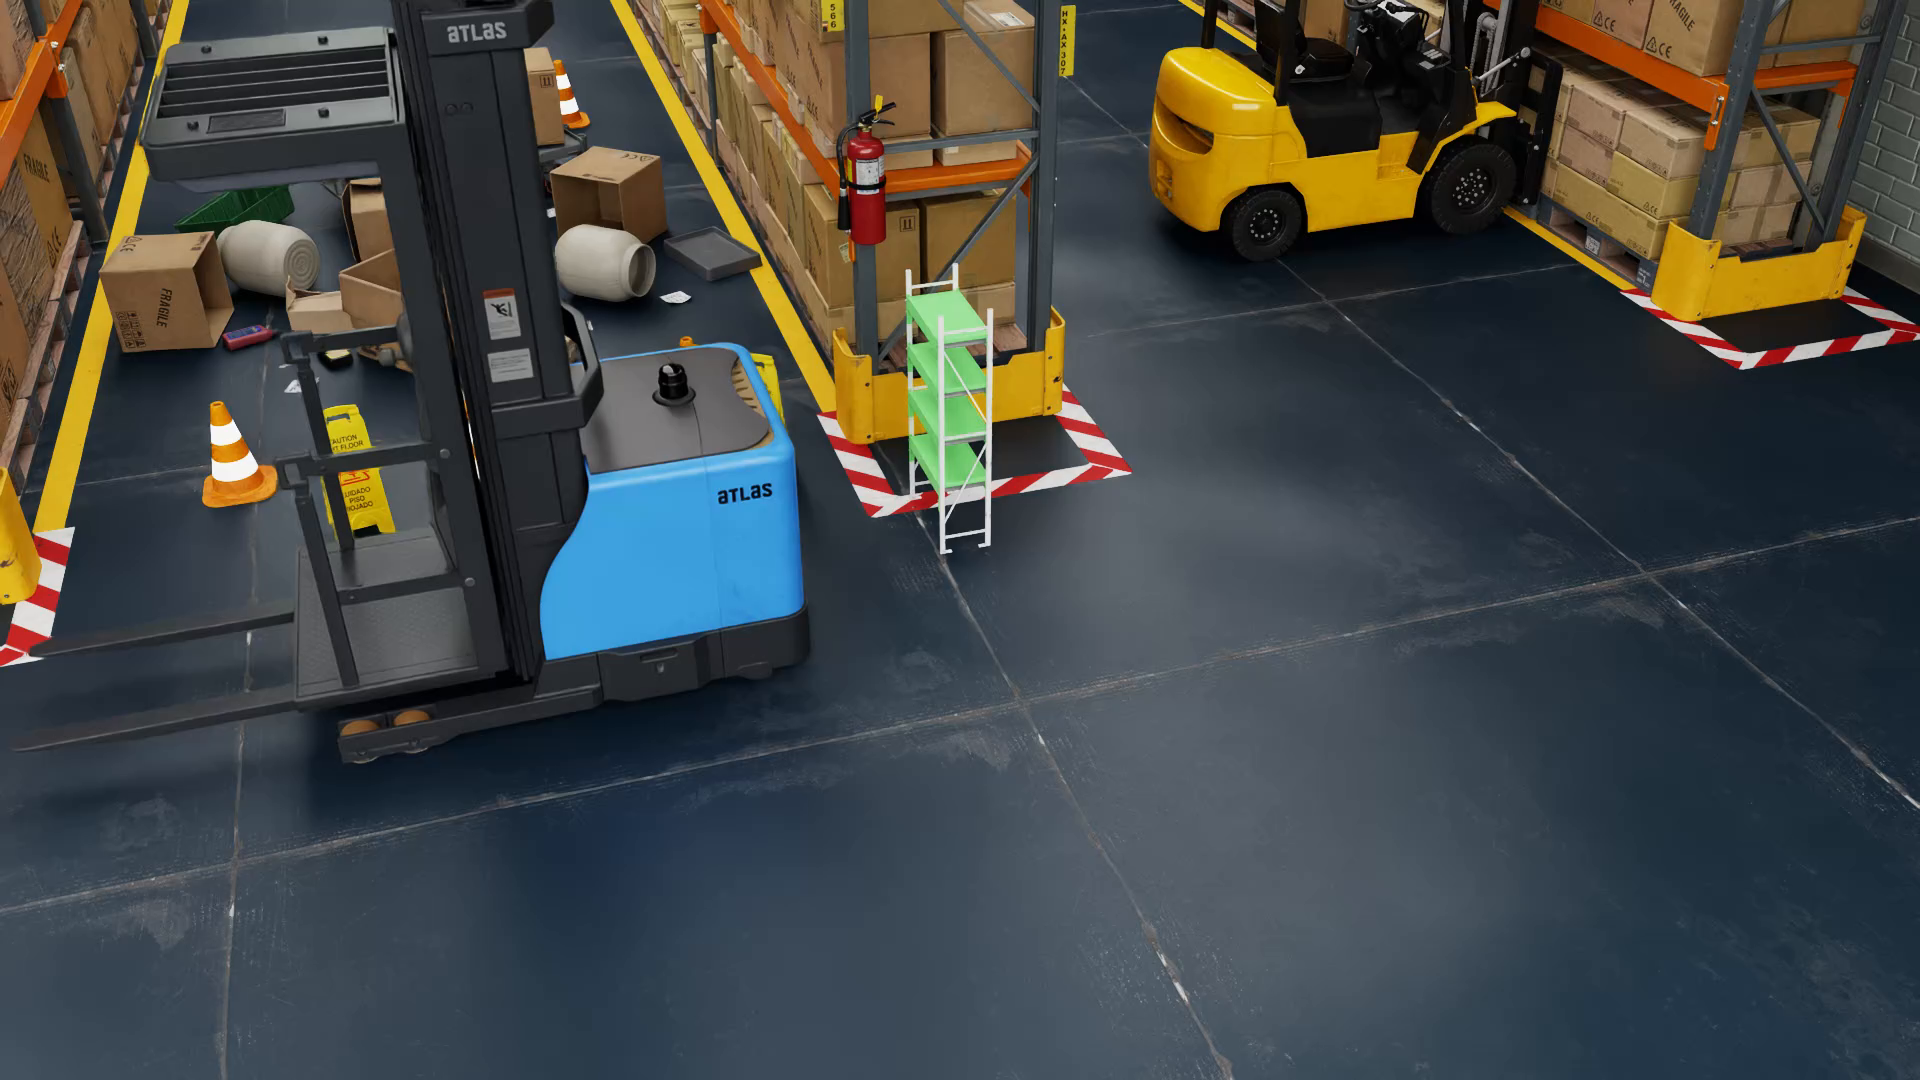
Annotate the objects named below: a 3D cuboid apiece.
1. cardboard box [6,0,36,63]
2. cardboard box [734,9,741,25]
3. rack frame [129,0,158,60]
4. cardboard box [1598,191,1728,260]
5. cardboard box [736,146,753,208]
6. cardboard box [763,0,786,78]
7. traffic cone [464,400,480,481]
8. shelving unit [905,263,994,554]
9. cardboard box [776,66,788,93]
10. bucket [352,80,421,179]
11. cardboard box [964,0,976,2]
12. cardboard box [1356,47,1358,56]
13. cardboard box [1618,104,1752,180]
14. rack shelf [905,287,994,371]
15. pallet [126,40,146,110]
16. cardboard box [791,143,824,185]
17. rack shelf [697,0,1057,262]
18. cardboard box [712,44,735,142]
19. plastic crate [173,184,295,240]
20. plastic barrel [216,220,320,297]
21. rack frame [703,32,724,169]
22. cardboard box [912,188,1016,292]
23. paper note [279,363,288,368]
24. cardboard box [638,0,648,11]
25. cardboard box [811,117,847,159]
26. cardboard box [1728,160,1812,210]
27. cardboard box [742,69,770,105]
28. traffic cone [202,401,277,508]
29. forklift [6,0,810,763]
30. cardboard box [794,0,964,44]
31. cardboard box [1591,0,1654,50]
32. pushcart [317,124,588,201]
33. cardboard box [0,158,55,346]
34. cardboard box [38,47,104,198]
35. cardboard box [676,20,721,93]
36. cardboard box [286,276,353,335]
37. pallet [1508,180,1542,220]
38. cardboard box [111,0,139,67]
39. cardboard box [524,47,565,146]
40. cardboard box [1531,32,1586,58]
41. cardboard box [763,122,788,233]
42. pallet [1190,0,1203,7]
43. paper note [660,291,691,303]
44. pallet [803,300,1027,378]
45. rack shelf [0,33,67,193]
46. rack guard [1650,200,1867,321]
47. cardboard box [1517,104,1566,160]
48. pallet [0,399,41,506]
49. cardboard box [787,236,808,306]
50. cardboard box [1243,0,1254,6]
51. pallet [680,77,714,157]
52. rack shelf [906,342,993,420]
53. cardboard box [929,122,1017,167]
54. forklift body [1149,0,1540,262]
[{"bbox_3d":[-5.809,-2.963,9.377,0.875,0.550,0.550,-10,35,-15],"label":"cardboard box"},{"bbox_3d":[-1.180,-3.260,10.190,0.380,0.149,0.250,-9,35,-13],"label":"cardboard box"},{"bbox_3d":[-7.153,-5.192,12.887,1.000,3.000,0.127,-10,35,-15],"label":"rack frame"},{"bbox_3d":[4.252,-1.936,10.072,0.500,0.250,0.500,-10,35,-14],"label":"cardboard box"},{"bbox_3d":[-1.153,-2.372,10.732,0.500,0.250,0.500,-8,34,-12],"label":"cardboard box"},{"bbox_3d":[-0.755,-2.809,8.920,0.500,0.500,0.500,-10,35,-15],"label":"cardboard box"},{"bbox_3d":[-2.343,-0.463,8.031,0.336,0.463,0.334,-10,35,-15],"label":"traffic cone"},{"bbox_3d":[-0.050,-0.587,7.551,0.258,1.200,0.503,-10,35,-15],"label":"shelving unit"},{"bbox_3d":[-0.804,-2.593,9.181,0.380,0.149,0.250,-10,35,-15],"label":"cardboard box"},{"bbox_3d":[-3.696,-2.677,10.671,0.726,0.611,0.620,1,23,2],"label":"bucket"},{"bbox_3d":[-0.071,-2.610,8.619,0.500,0.500,0.500,-9,35,-13],"label":"cardboard box"},{"bbox_3d":[3.309,-3.533,12.489,0.500,0.250,0.500,-10,35,-14],"label":"cardboard box"},{"bbox_3d":[4.259,-2.349,9.790,0.500,0.250,0.500,-9,34,-13],"label":"cardboard box"},{"bbox_3d":[-0.050,-0.935,7.321,0.258,0.148,0.480,-10,35,-15],"label":"rack shelf"},{"bbox_3d":[-6.984,-3.602,13.010,1.003,0.211,1.213,-10,35,-15],"label":"pallet"},{"bbox_3d":[-0.698,-2.047,8.972,0.380,0.149,0.250,-9,35,-13],"label":"cardboard box"},{"bbox_3d":[-0.640,-2.628,9.658,1.077,0.370,4.000,-10,35,-15],"label":"rack shelf"},{"bbox_3d":[-1.327,-2.964,10.947,0.500,0.500,0.500,-8,34,-12],"label":"cardboard box"},{"bbox_3d":[-4.632,-2.072,10.664,0.450,0.188,0.662,-2,32,16],"label":"plastic crate"},{"bbox_3d":[-4.126,-1.680,9.908,0.512,0.421,0.421,13,36,18],"label":"plastic barrel"},{"bbox_3d":[-1.250,-3.978,11.049,1.000,3.000,0.127,-10,35,-15],"label":"rack frame"},{"bbox_3d":[-0.020,-1.701,9.036,0.500,0.500,0.500,-11,35,-16],"label":"cardboard box"},{"bbox_3d":[-3.732,-0.984,9.230,0.032,0.001,0.123,7,34,10],"label":"paper note"},{"bbox_3d":[-2.307,-4.858,14.384,0.950,0.372,0.625,-12,35,-18],"label":"cardboard box"},{"bbox_3d":[-0.530,-2.048,8.356,0.380,0.149,0.250,-10,35,-15],"label":"cardboard box"},{"bbox_3d":[4.751,-2.233,10.068,0.500,0.250,0.500,-9,35,-14],"label":"cardboard box"},{"bbox_3d":[-1.102,-2.748,10.032,0.380,0.149,0.250,-8,34,-12],"label":"cardboard box"},{"bbox_3d":[-3.523,-0.451,8.013,0.336,0.463,0.334,-10,35,-15],"label":"traffic cone"},{"bbox_3d":[-2.198,-0.686,6.129,3.031,2.935,1.130,-10,35,-15],"label":"forklift"},{"bbox_3d":[-0.393,-2.692,7.836,0.700,0.500,0.500,-11,35,-16],"label":"cardboard box"},{"bbox_3d":[4.147,-3.244,9.848,0.500,0.500,0.500,-9,34,-13],"label":"cardboard box"},{"bbox_3d":[-3.406,-2.474,11.152,1.648,0.377,0.936,-23,40,-31],"label":"pushcart"},{"bbox_3d":[-5.529,-1.566,8.946,0.875,0.875,0.875,-10,35,-14],"label":"cardboard box"},{"bbox_3d":[-6.208,-2.640,10.684,1.050,0.750,0.750,-10,35,-15],"label":"cardboard box"},{"bbox_3d":[-1.635,-3.708,12.644,0.950,0.372,0.625,-8,34,-12],"label":"cardboard box"},{"bbox_3d":[-3.655,-1.359,9.566,0.396,0.266,0.258,-4,34,-6],"label":"cardboard box"},{"bbox_3d":[4.055,-2.585,11.470,1.003,0.211,1.213,-10,35,-15],"label":"pallet"},{"bbox_3d":[-7.053,-4.094,12.885,1.050,0.750,0.750,-10,35,-15],"label":"cardboard box"},{"bbox_3d":[-2.936,-2.936,11.052,0.500,0.500,0.500,-10,35,-15],"label":"cardboard box"},{"bbox_3d":[3.787,-3.147,10.997,0.500,0.250,0.500,-11,35,-16],"label":"cardboard box"},{"bbox_3d":[-0.832,-2.135,9.693,0.500,0.500,0.500,-11,35,-16],"label":"cardboard box"},{"bbox_3d":[2.470,-5.312,15.598,1.003,0.211,1.213,-10,35,-15],"label":"pallet"},{"bbox_3d":[-1.693,-1.451,9.918,0.142,0.019,0.148,-23,40,-31],"label":"paper note"},{"bbox_3d":[-0.267,-1.187,9.354,1.003,0.211,1.213,-10,35,-15],"label":"pallet"},{"bbox_3d":[-5.323,-1.742,8.318,1.077,0.370,4.000,-10,35,-15],"label":"rack shelf"},{"bbox_3d":[4.704,-1.659,9.807,1.175,0.500,0.348,-10,35,-15],"label":"rack guard"},{"bbox_3d":[3.930,-2.687,10.755,0.500,0.250,0.500,-11,35,-16],"label":"cardboard box"},{"bbox_3d":[-5.031,-0.235,7.915,1.003,0.211,1.213,-10,35,-15],"label":"pallet"},{"bbox_3d":[-0.683,-1.558,9.500,0.500,0.250,0.500,-10,35,-15],"label":"cardboard box"},{"bbox_3d":[2.846,-5.074,14.481,0.875,0.625,0.625,-11,35,-17],"label":"cardboard box"},{"bbox_3d":[-1.489,-3.223,12.436,1.003,0.211,1.213,-10,35,-15],"label":"pallet"},{"bbox_3d":[-0.050,-0.734,7.454,0.258,0.148,0.480,-10,35,-15],"label":"rack shelf"},{"bbox_3d":[0.064,-1.986,8.263,0.380,0.149,0.250,-10,35,-15],"label":"cardboard box"},{"bbox_3d":[2.381,-3.049,10.413,2.313,2.155,1.214,-10,35,-15],"label":"forklift body"}]
